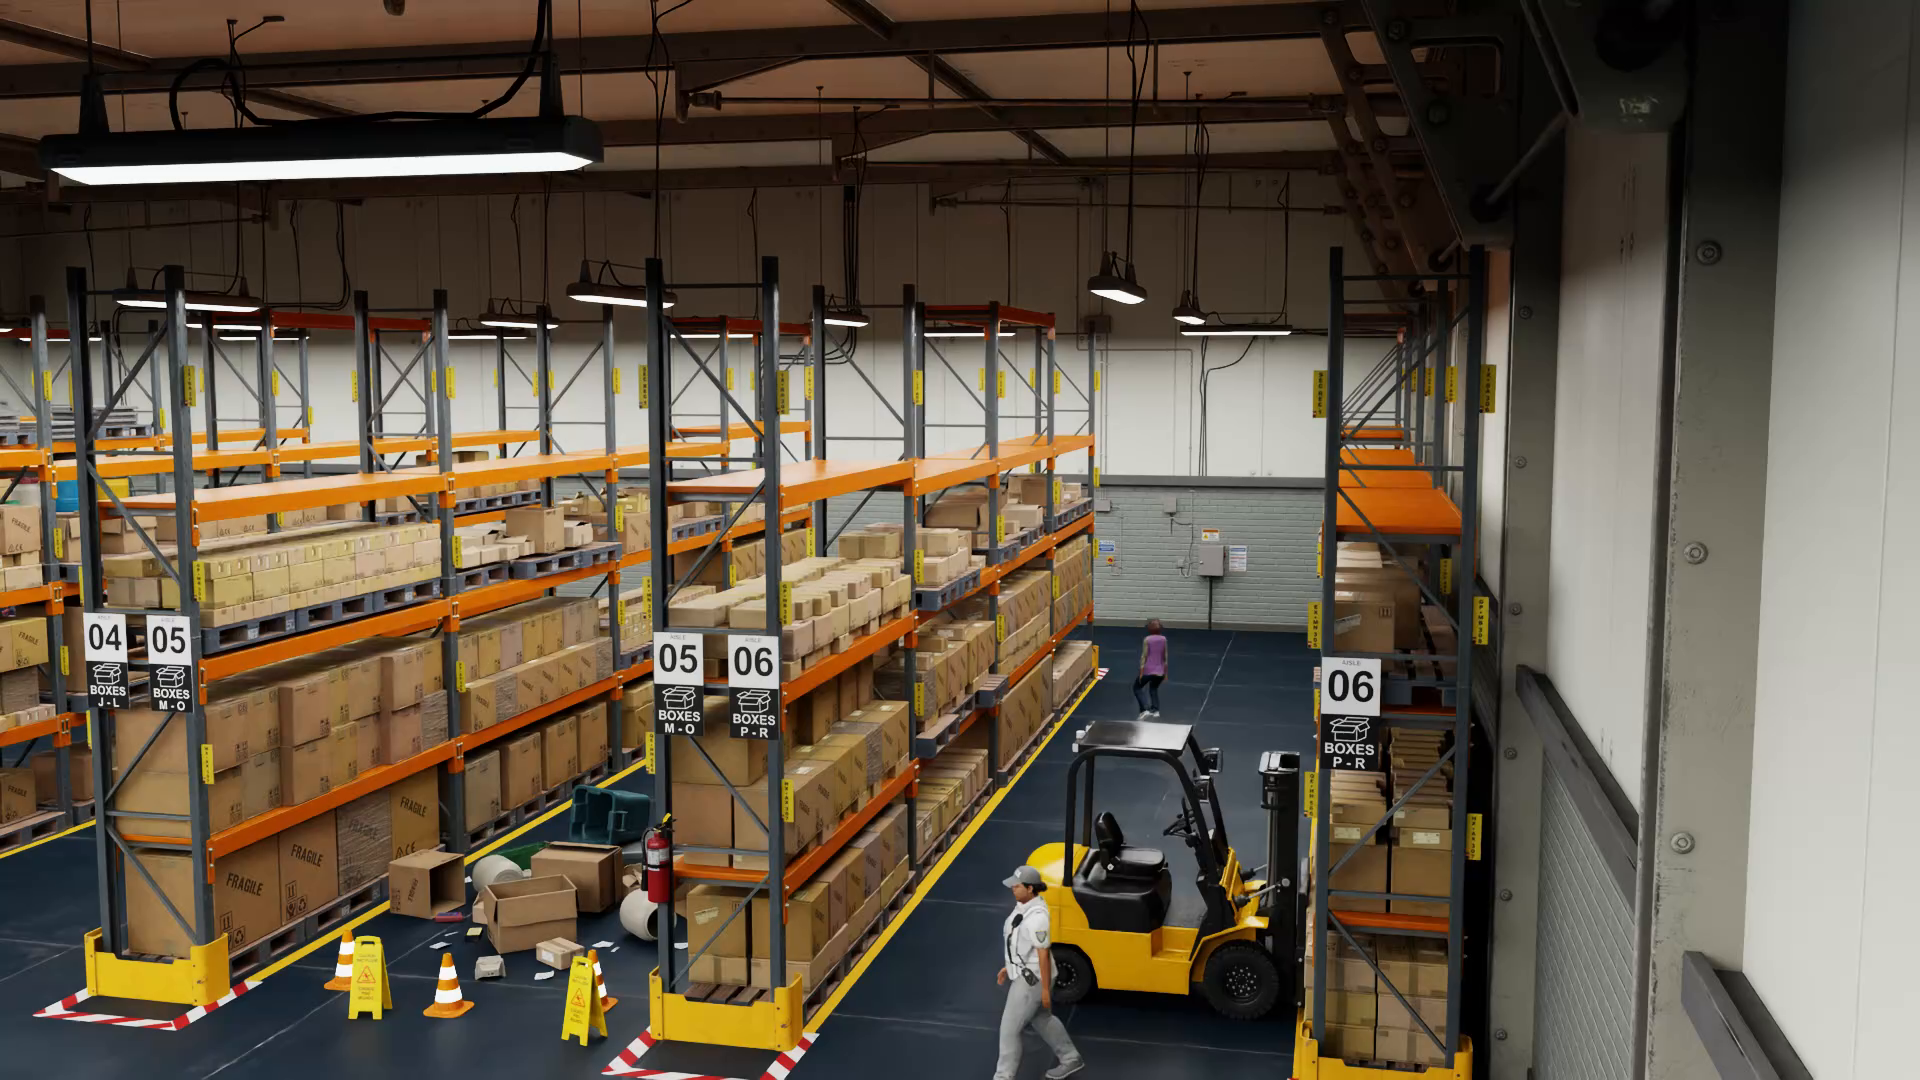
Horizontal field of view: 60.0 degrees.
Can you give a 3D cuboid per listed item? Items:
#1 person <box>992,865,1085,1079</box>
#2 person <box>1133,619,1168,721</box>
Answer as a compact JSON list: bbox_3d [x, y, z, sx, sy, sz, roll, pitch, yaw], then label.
[{"bbox_3d":[0.498,3.147,11.977,0.841,1.640,0.478,0,6,-2],"label":"person"},{"bbox_3d":[2.726,1.842,23.623,0.450,1.468,0.448,-2,6,-15],"label":"person"}]
